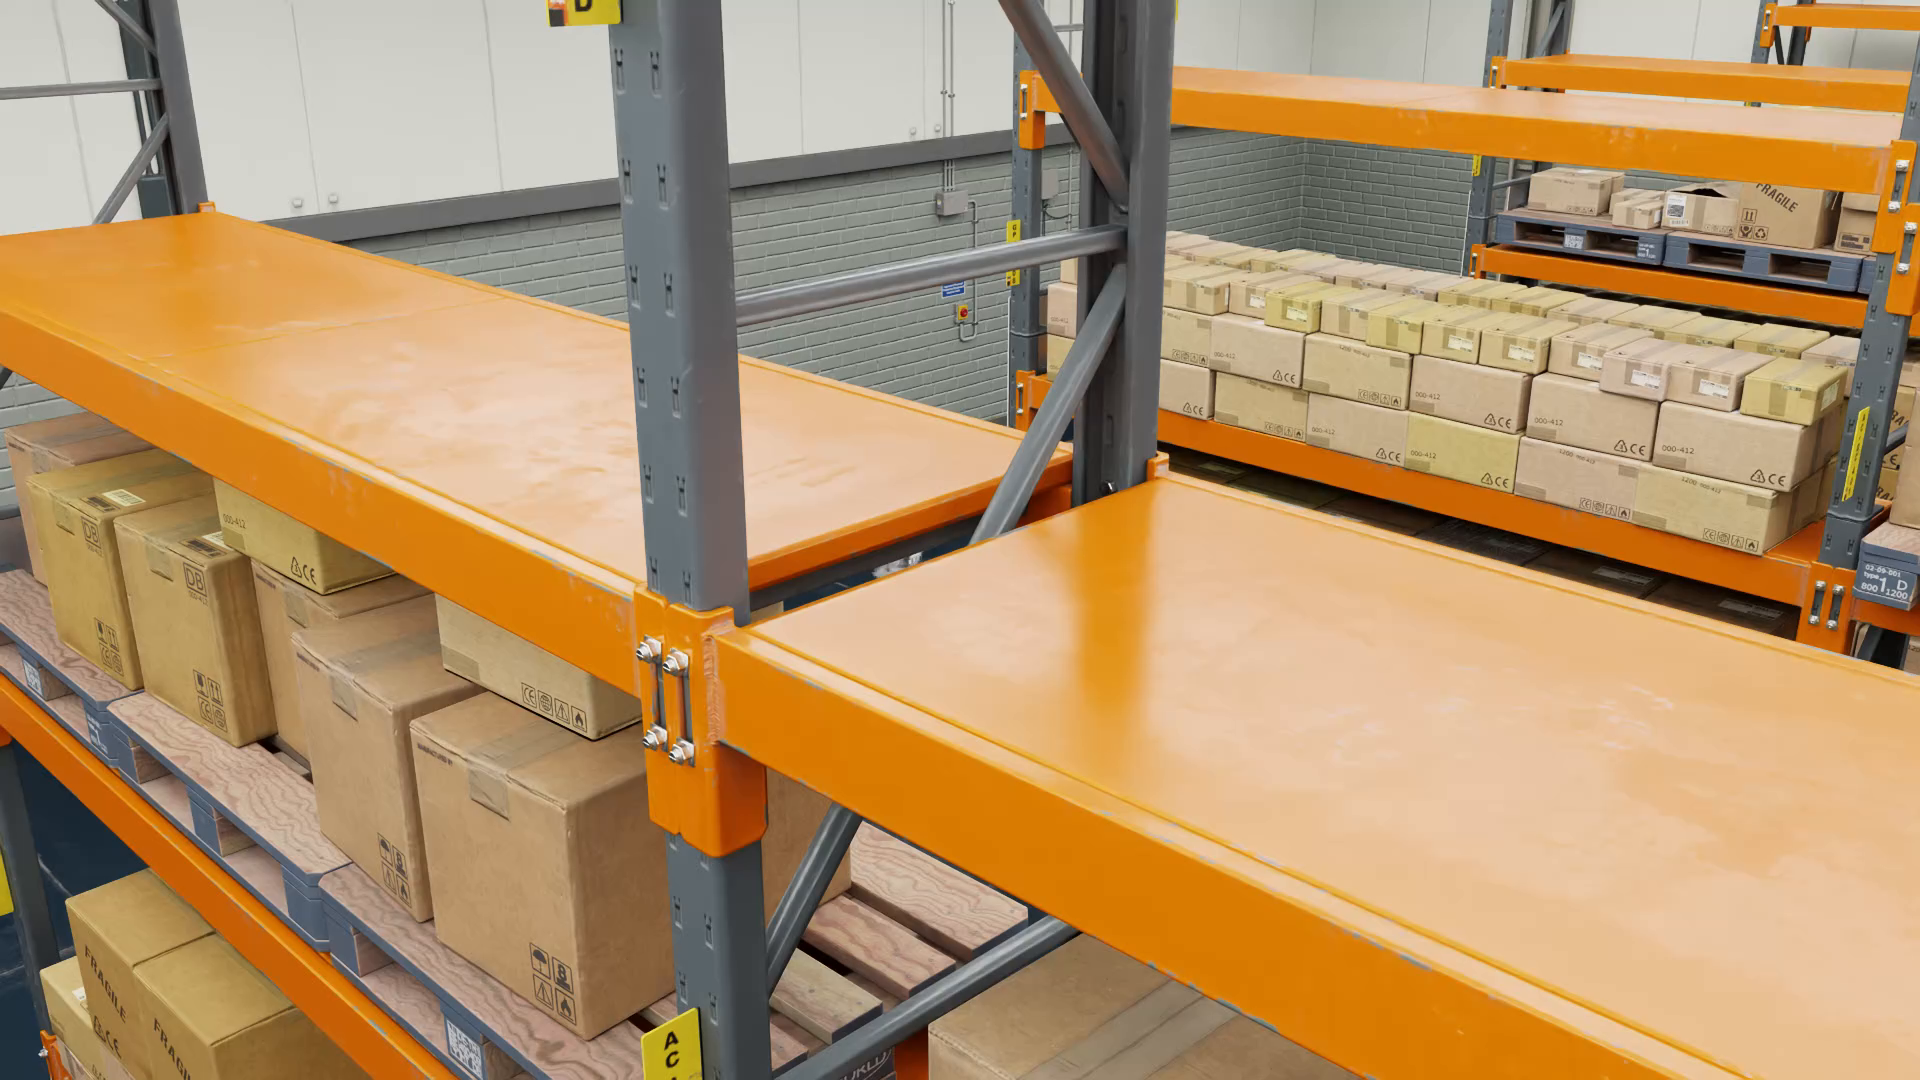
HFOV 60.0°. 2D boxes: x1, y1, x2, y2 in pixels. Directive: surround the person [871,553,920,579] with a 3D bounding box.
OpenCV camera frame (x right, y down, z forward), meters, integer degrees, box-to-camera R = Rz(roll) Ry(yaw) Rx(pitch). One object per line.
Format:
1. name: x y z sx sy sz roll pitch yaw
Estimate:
1. person: -0.595 0.008 11.738 0.649 1.777 0.556 -14 25 -34
